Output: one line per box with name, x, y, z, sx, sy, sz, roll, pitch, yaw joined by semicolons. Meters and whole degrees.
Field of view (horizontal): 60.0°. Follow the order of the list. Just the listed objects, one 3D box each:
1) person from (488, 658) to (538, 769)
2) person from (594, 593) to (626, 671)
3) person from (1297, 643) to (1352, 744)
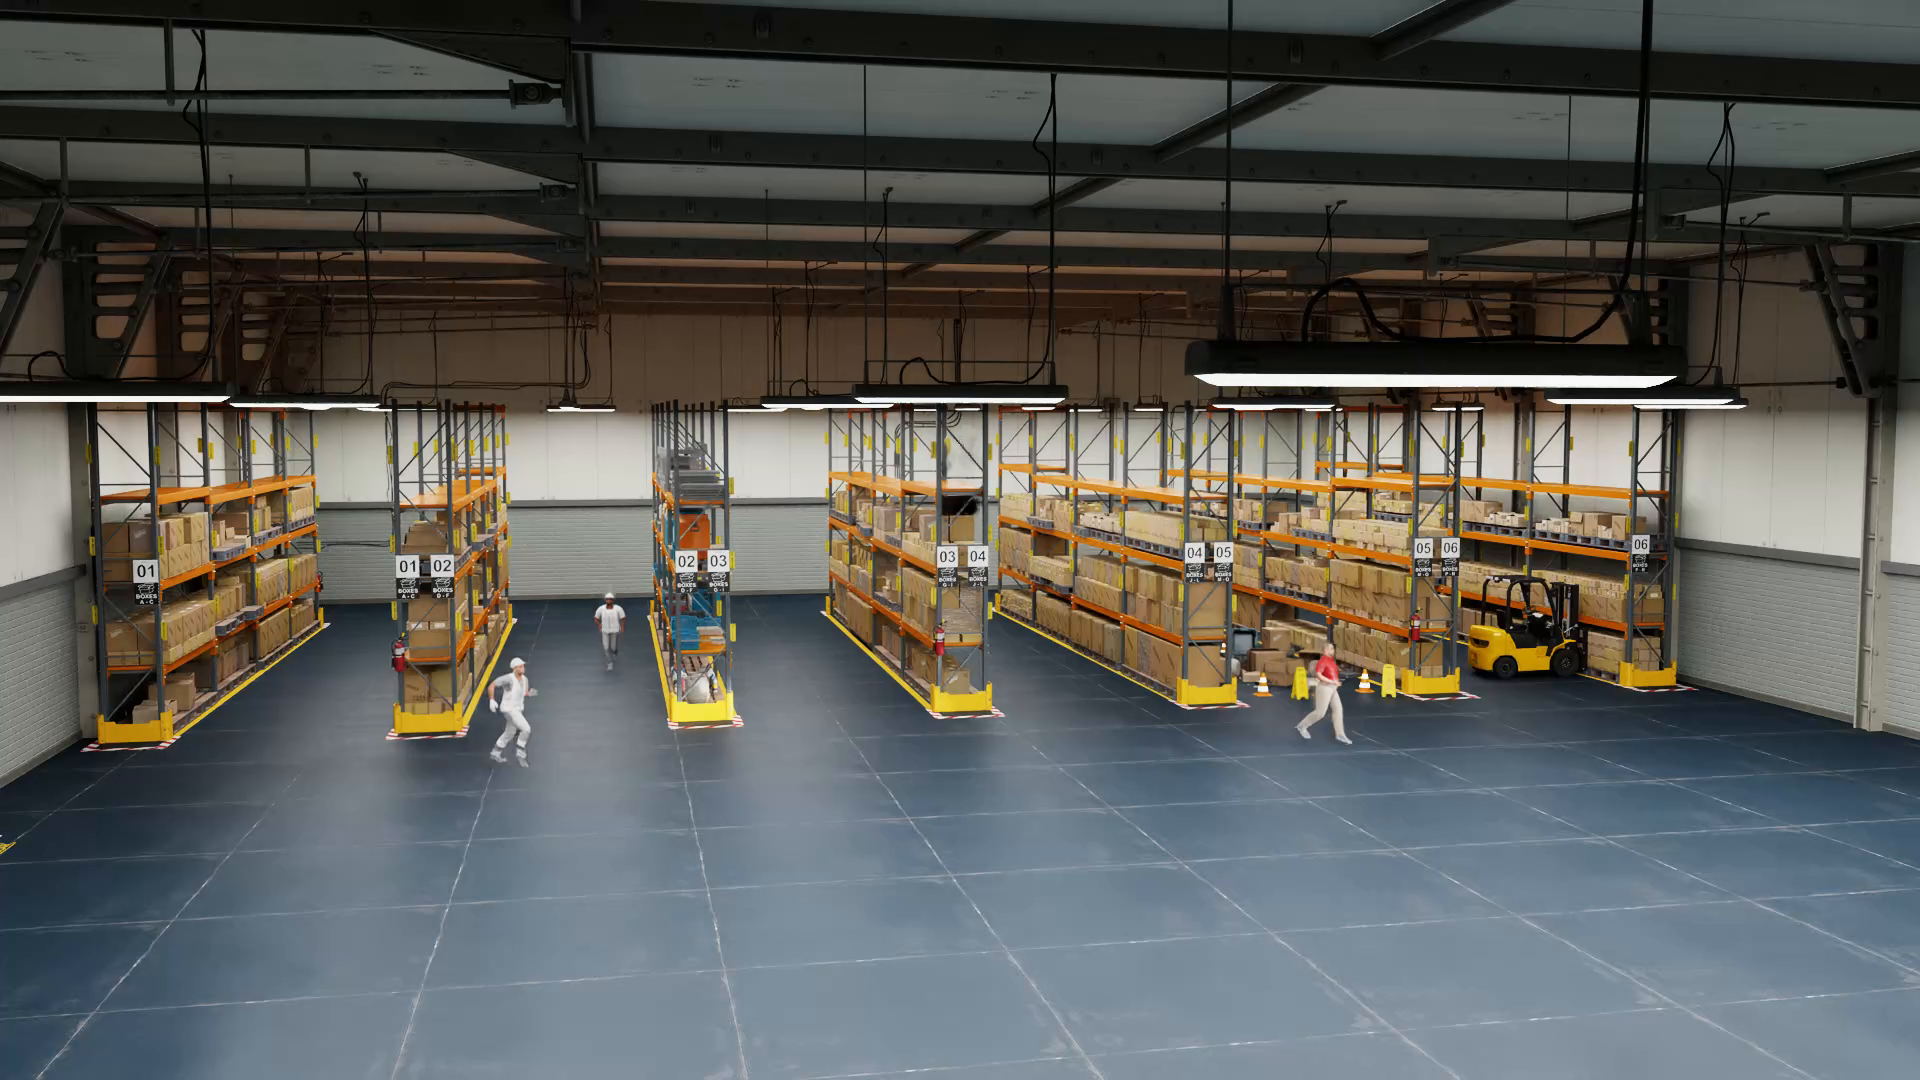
person;-7.264;2.805;26.956;0.855;1.803;0.689;1;5;18
person;-7.877;2.051;37.415;0.702;1.726;0.598;0;4;-6
person;6.428;2.666;29.100;0.994;1.732;0.703;3;5;35
